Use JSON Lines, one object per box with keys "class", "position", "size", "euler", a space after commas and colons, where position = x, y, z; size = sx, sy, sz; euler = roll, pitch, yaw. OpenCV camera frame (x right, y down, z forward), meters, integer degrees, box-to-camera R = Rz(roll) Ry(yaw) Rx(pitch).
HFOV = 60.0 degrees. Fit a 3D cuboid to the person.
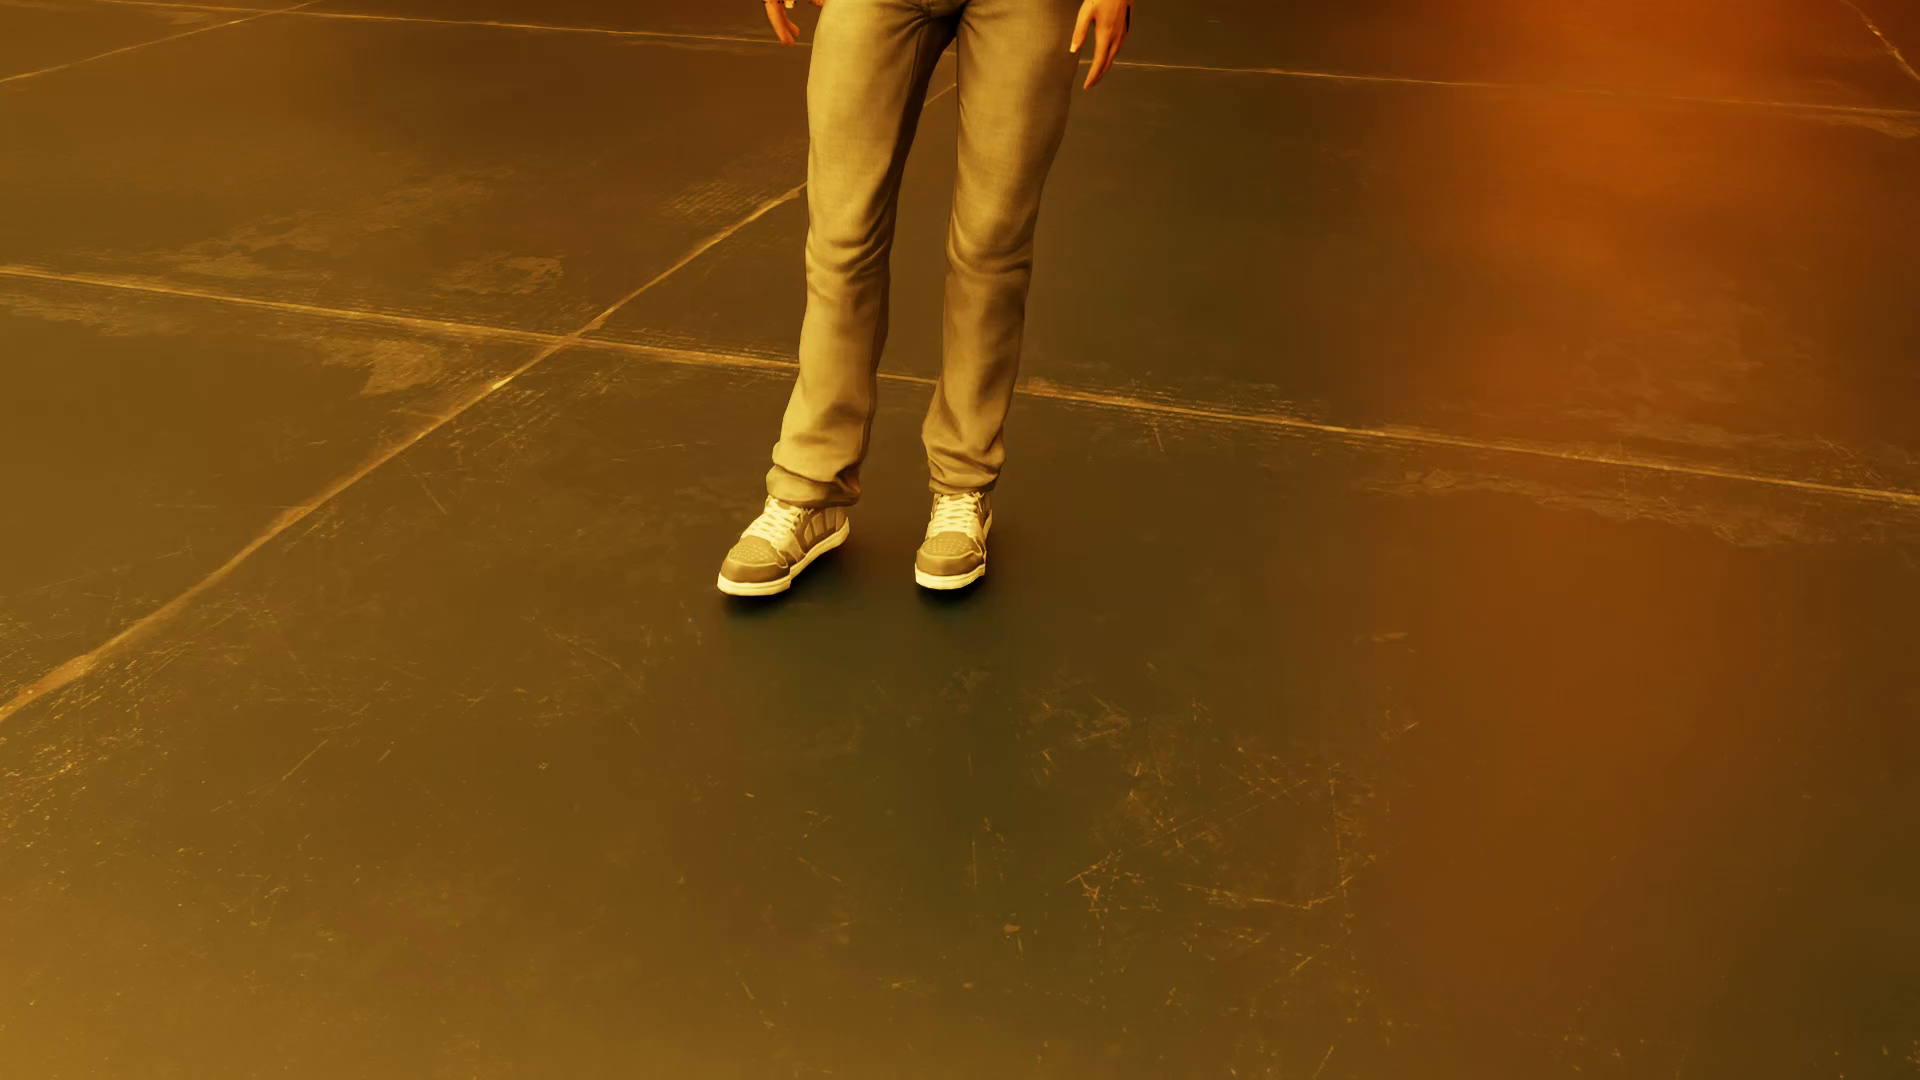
{"class": "person", "position": [-0.036, -0.646, 2.095], "size": [0.520, 1.506, 0.473], "euler": [8, 28, 16]}
